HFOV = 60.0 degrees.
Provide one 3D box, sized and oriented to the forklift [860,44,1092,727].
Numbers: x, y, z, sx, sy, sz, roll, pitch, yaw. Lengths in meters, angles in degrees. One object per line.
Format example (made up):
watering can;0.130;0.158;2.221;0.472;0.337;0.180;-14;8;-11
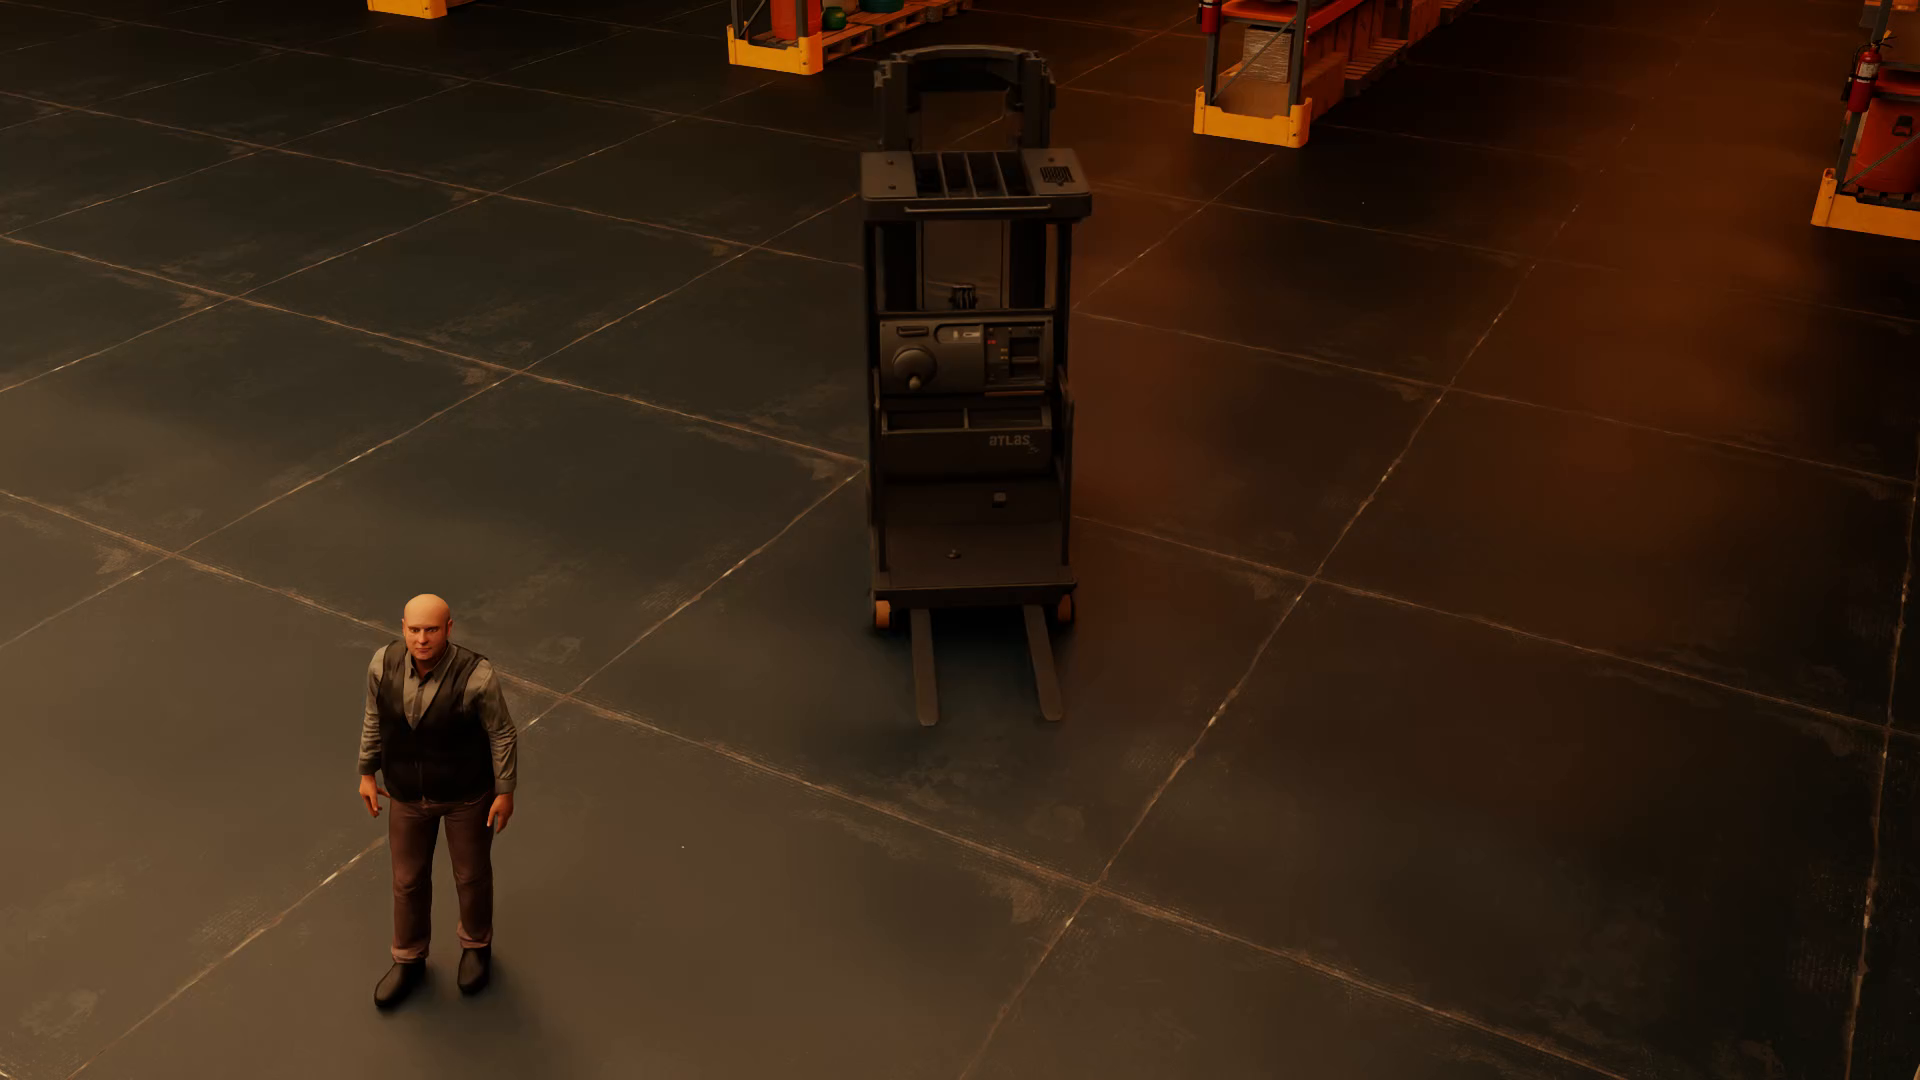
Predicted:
forklift;0.054;-0.947;8.712;1.130;2.935;3.031;-2;30;-3

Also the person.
person;-2.050;1.021;6.497;0.631;1.720;0.568;3;30;5
